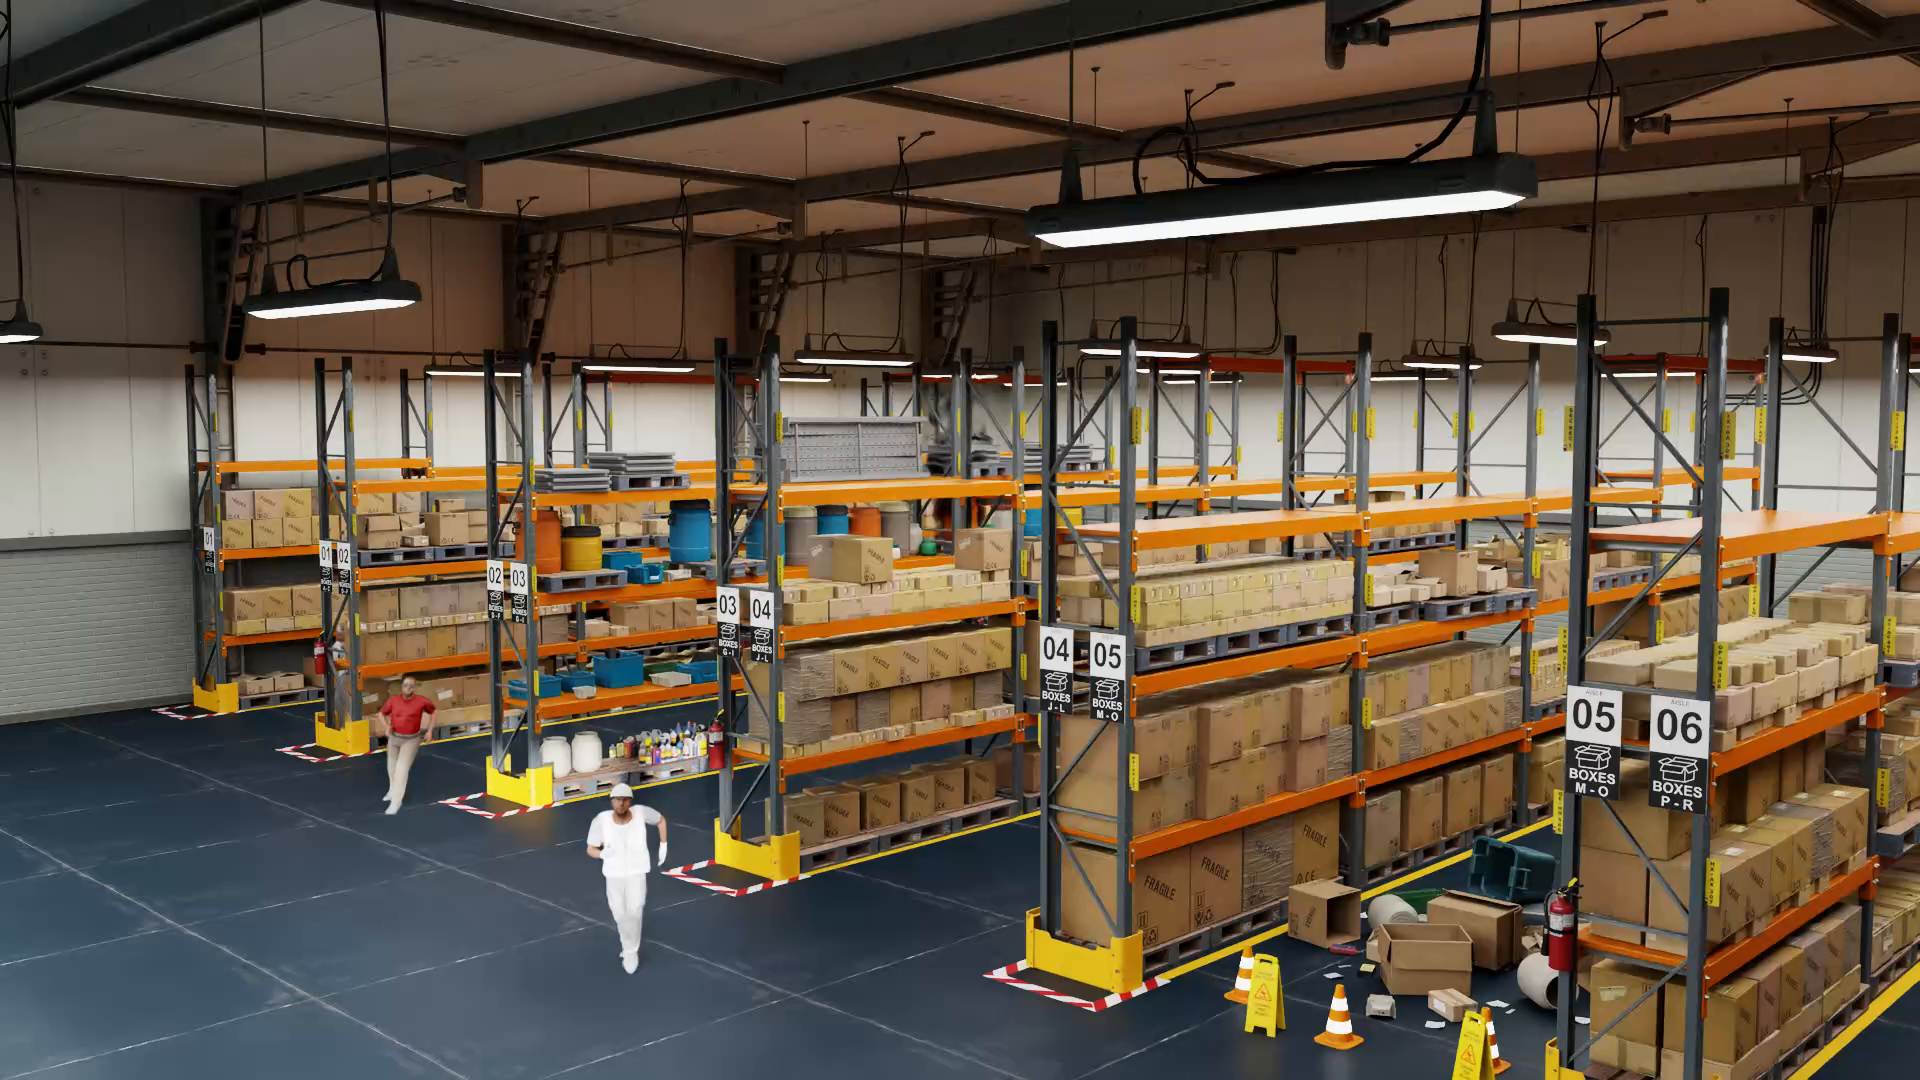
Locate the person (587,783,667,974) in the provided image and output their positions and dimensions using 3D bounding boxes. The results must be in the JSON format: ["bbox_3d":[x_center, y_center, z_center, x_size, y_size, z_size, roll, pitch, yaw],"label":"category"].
[{"bbox_3d":[-3.075,3.100,15.362,0.716,1.767,0.823,-1,4,-8],"label":"person"}]

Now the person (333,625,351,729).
[{"bbox_3d":[-9.997,2.239,27.007,0.567,1.746,0.725,3,6,38],"label":"person"}]

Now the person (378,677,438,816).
[{"bbox_3d":[-7.251,2.661,21.712,0.742,1.757,0.852,0,4,0],"label":"person"}]
